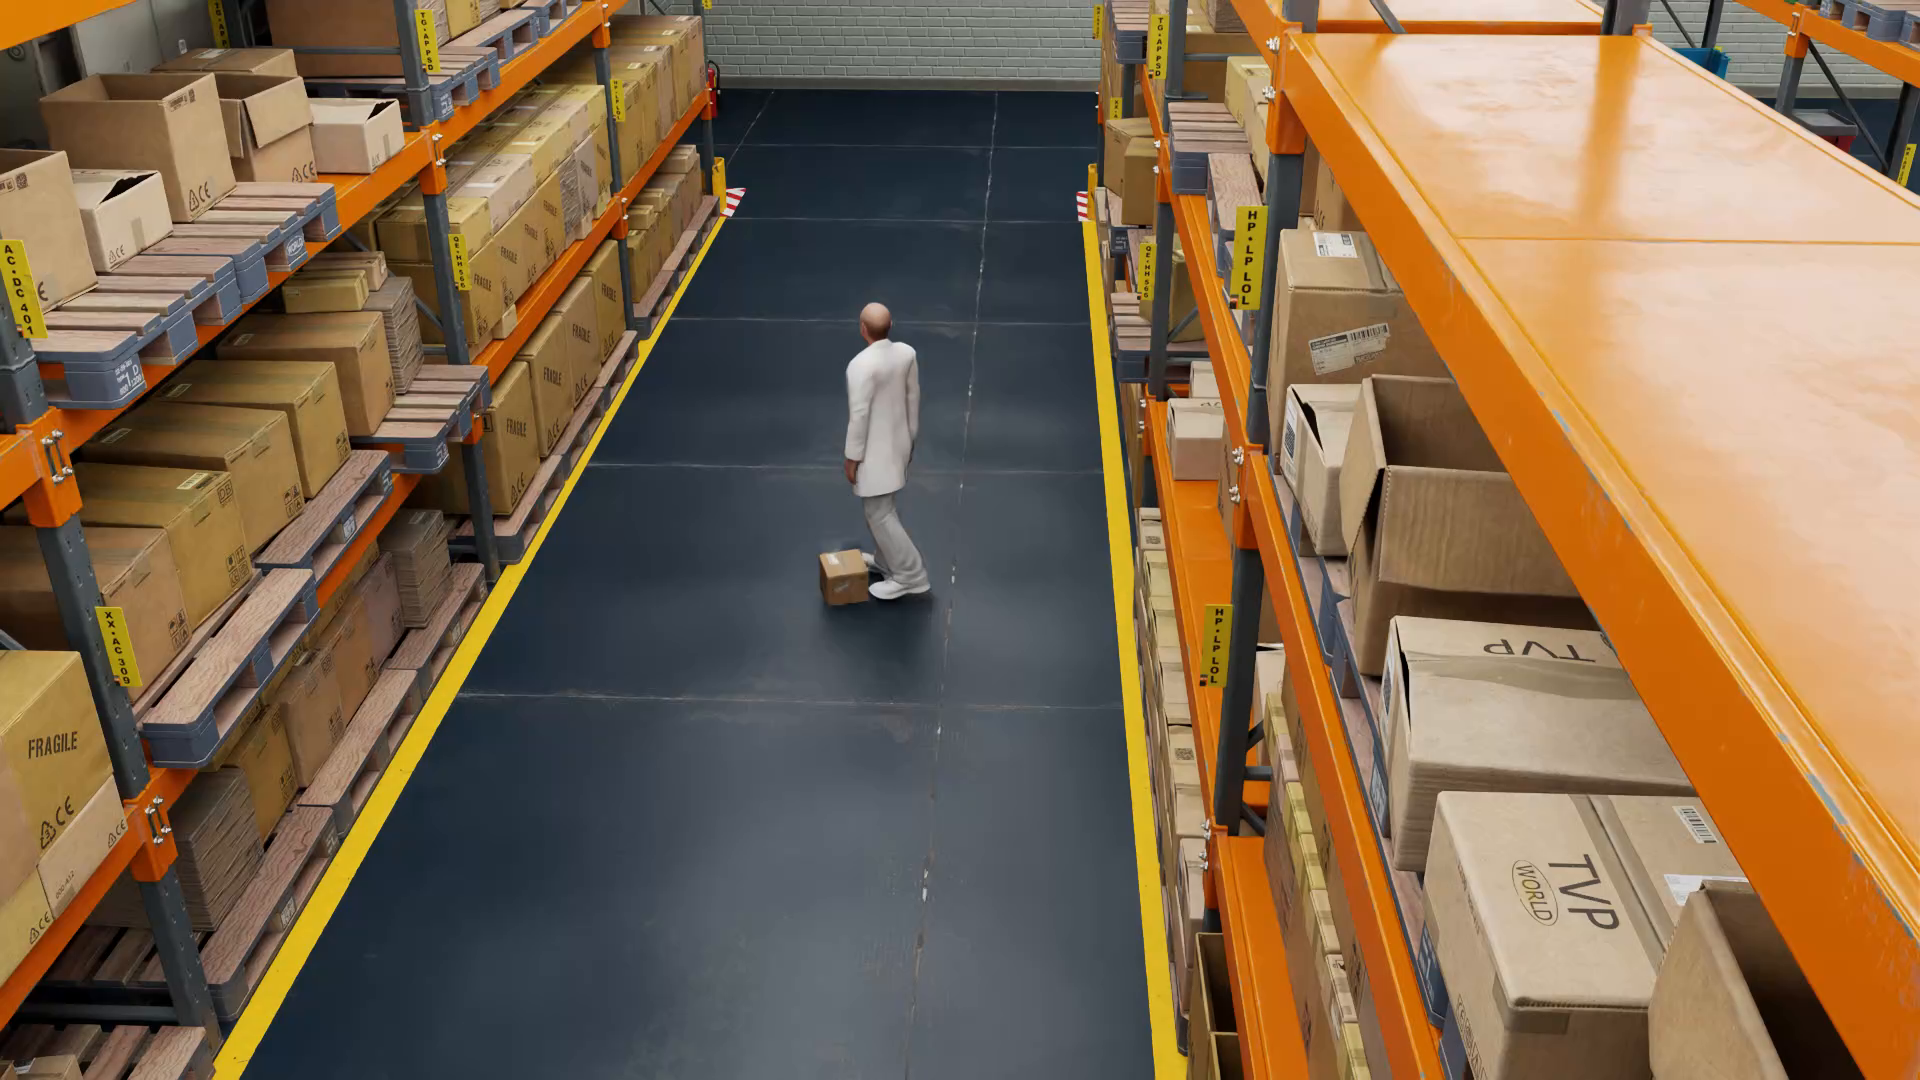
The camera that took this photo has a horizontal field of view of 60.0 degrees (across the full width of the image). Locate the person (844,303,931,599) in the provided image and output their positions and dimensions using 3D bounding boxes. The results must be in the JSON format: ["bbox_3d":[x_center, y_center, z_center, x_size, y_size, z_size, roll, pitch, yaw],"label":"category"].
[{"bbox_3d":[-0.415,-0.529,9.889,0.635,1.767,0.605,18,32,30],"label":"person"}]
